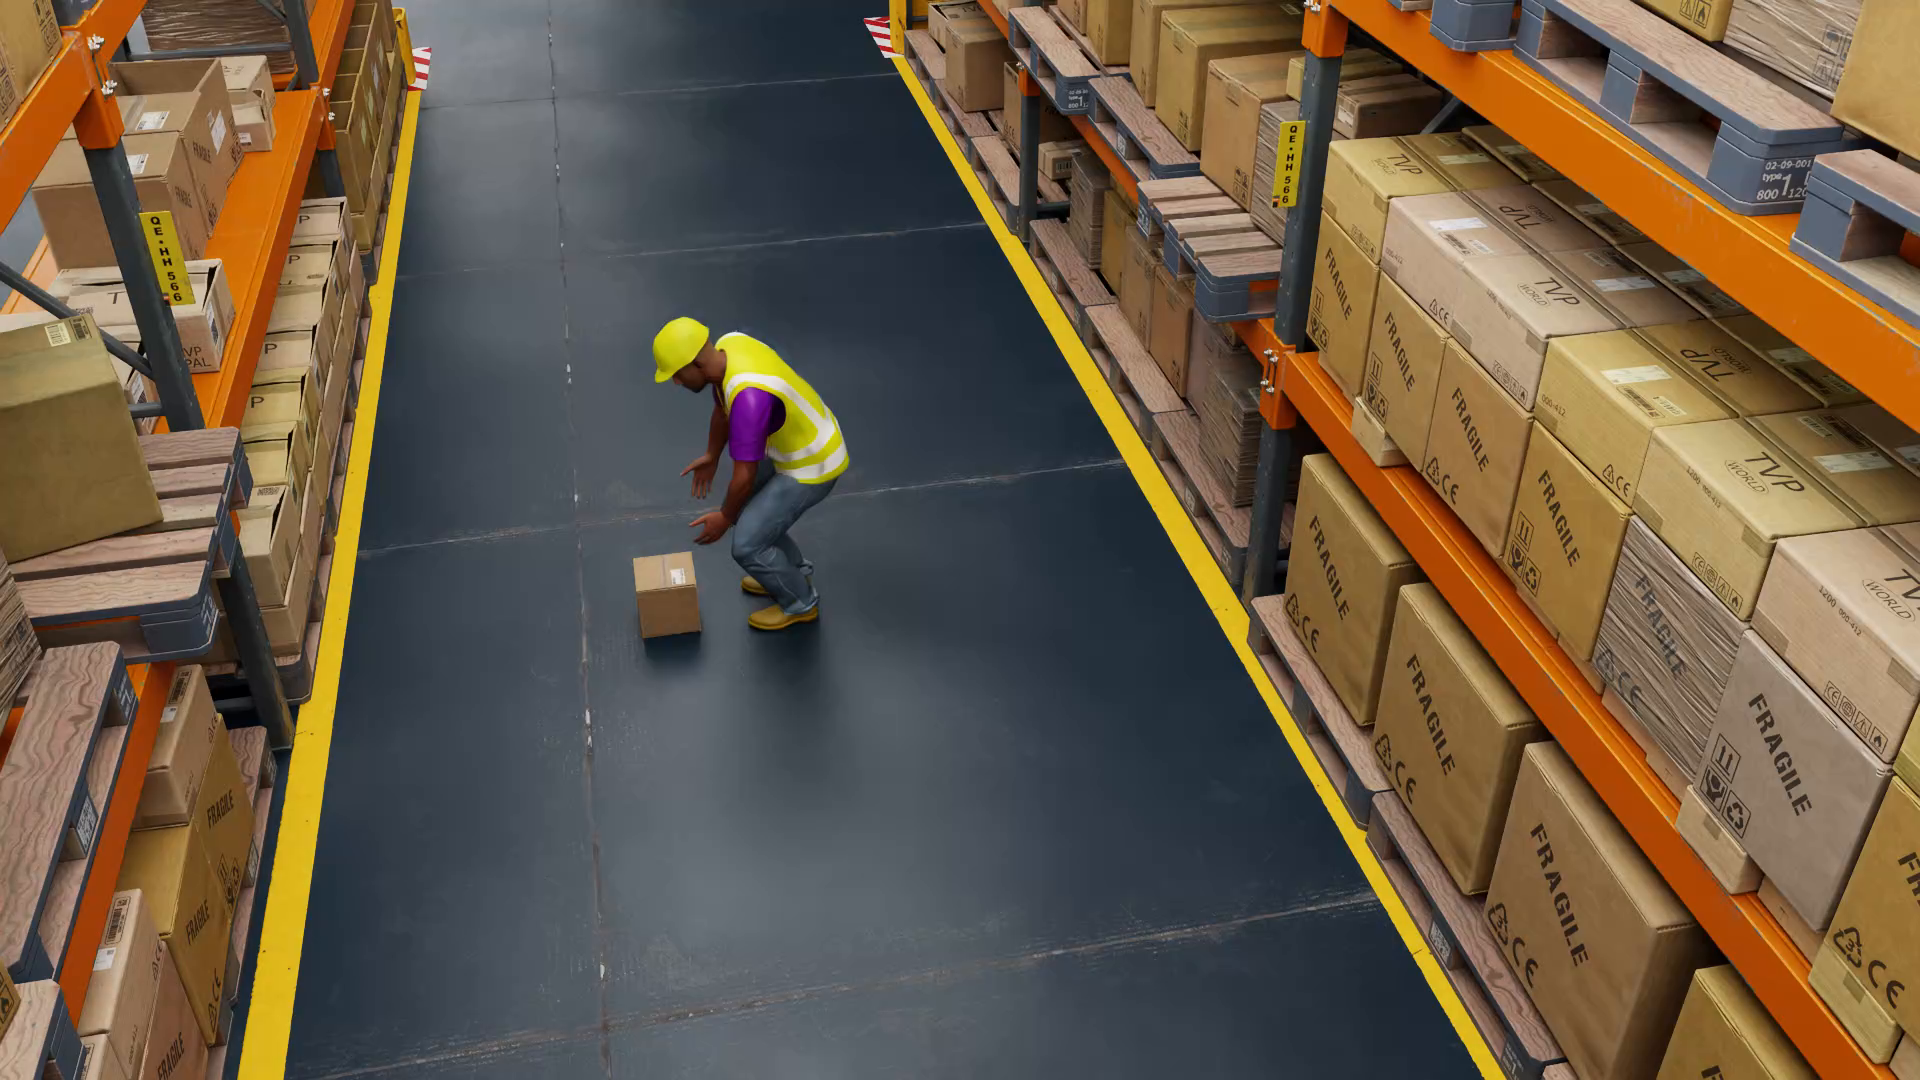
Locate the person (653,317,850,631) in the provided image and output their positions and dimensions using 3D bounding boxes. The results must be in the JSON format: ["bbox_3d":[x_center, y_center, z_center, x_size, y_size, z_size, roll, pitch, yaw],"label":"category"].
[{"bbox_3d":[-0.829,-0.285,6.844,0.747,1.428,0.631,-7,35,-10],"label":"person"}]
